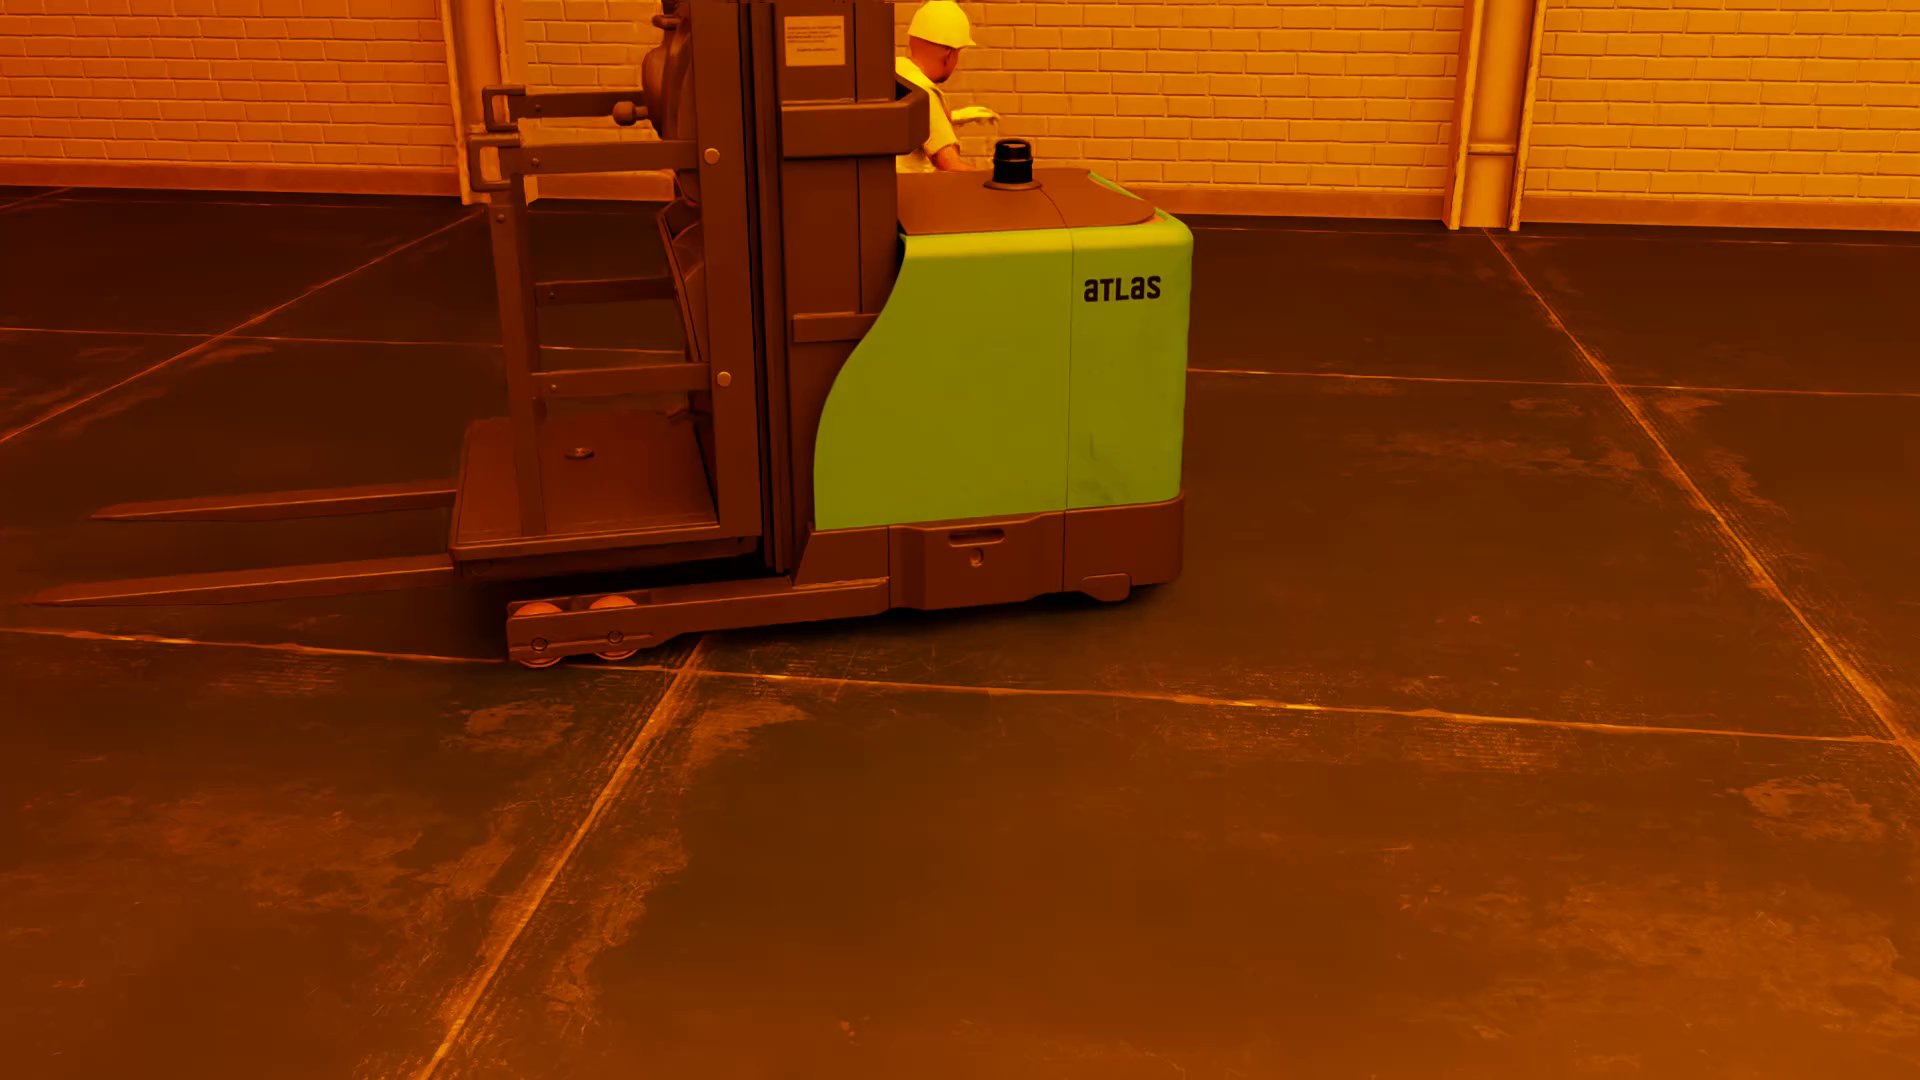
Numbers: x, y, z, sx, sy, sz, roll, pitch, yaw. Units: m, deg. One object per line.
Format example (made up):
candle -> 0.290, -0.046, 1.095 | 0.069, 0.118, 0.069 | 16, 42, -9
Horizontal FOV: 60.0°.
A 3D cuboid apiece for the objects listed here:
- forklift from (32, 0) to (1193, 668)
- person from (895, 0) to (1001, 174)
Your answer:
forklift -> -0.939, -1.243, 4.339 | 3.031, 2.935, 1.130 | -5, 22, -12
person -> 0.011, -1.138, 5.997 | 0.930, 1.530, 1.308 | -11, 24, -25
